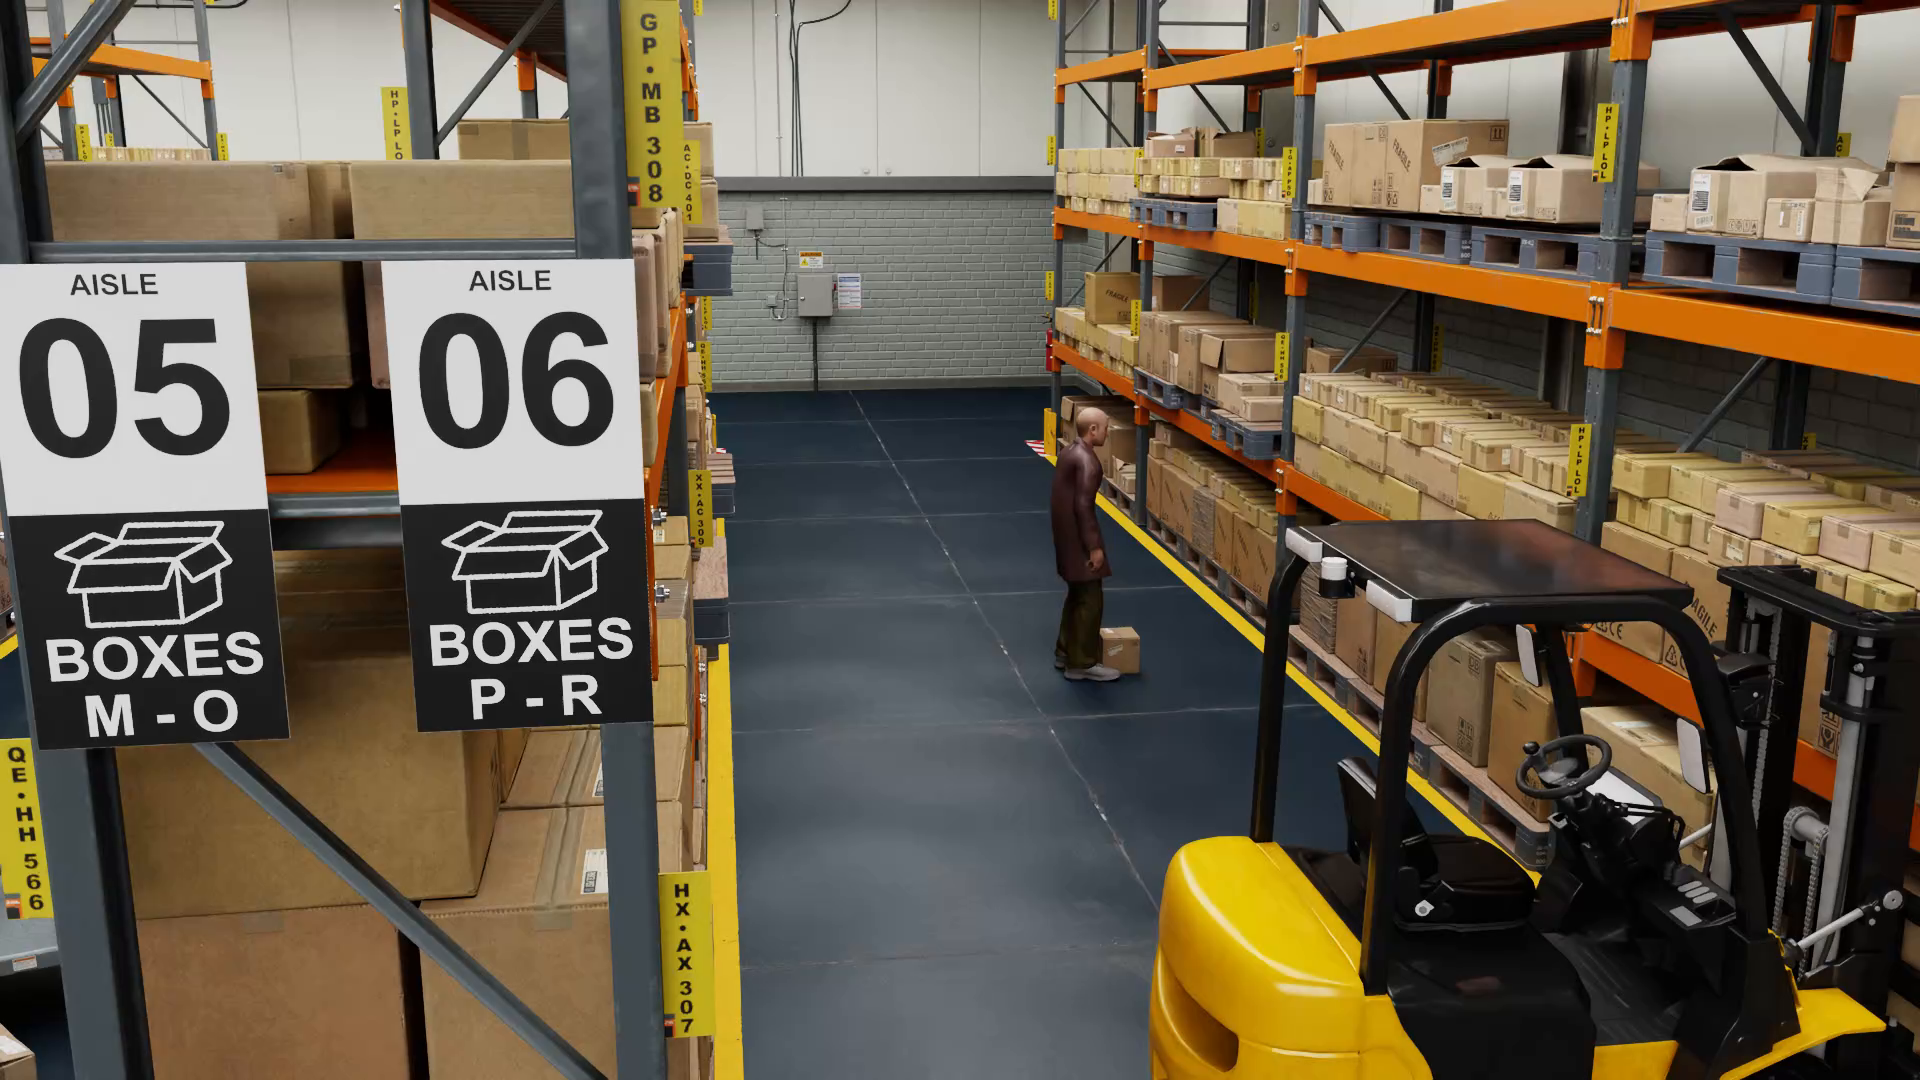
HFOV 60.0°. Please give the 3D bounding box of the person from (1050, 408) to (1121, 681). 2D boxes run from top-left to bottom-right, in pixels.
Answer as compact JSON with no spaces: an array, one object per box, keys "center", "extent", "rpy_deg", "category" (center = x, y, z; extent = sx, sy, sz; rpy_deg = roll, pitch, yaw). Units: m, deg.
[{"center":[0.813,0.013,10.962],"extent":[0.428,1.773,0.641],"rpy_deg":[-2,13,-8],"category":"person"}]
